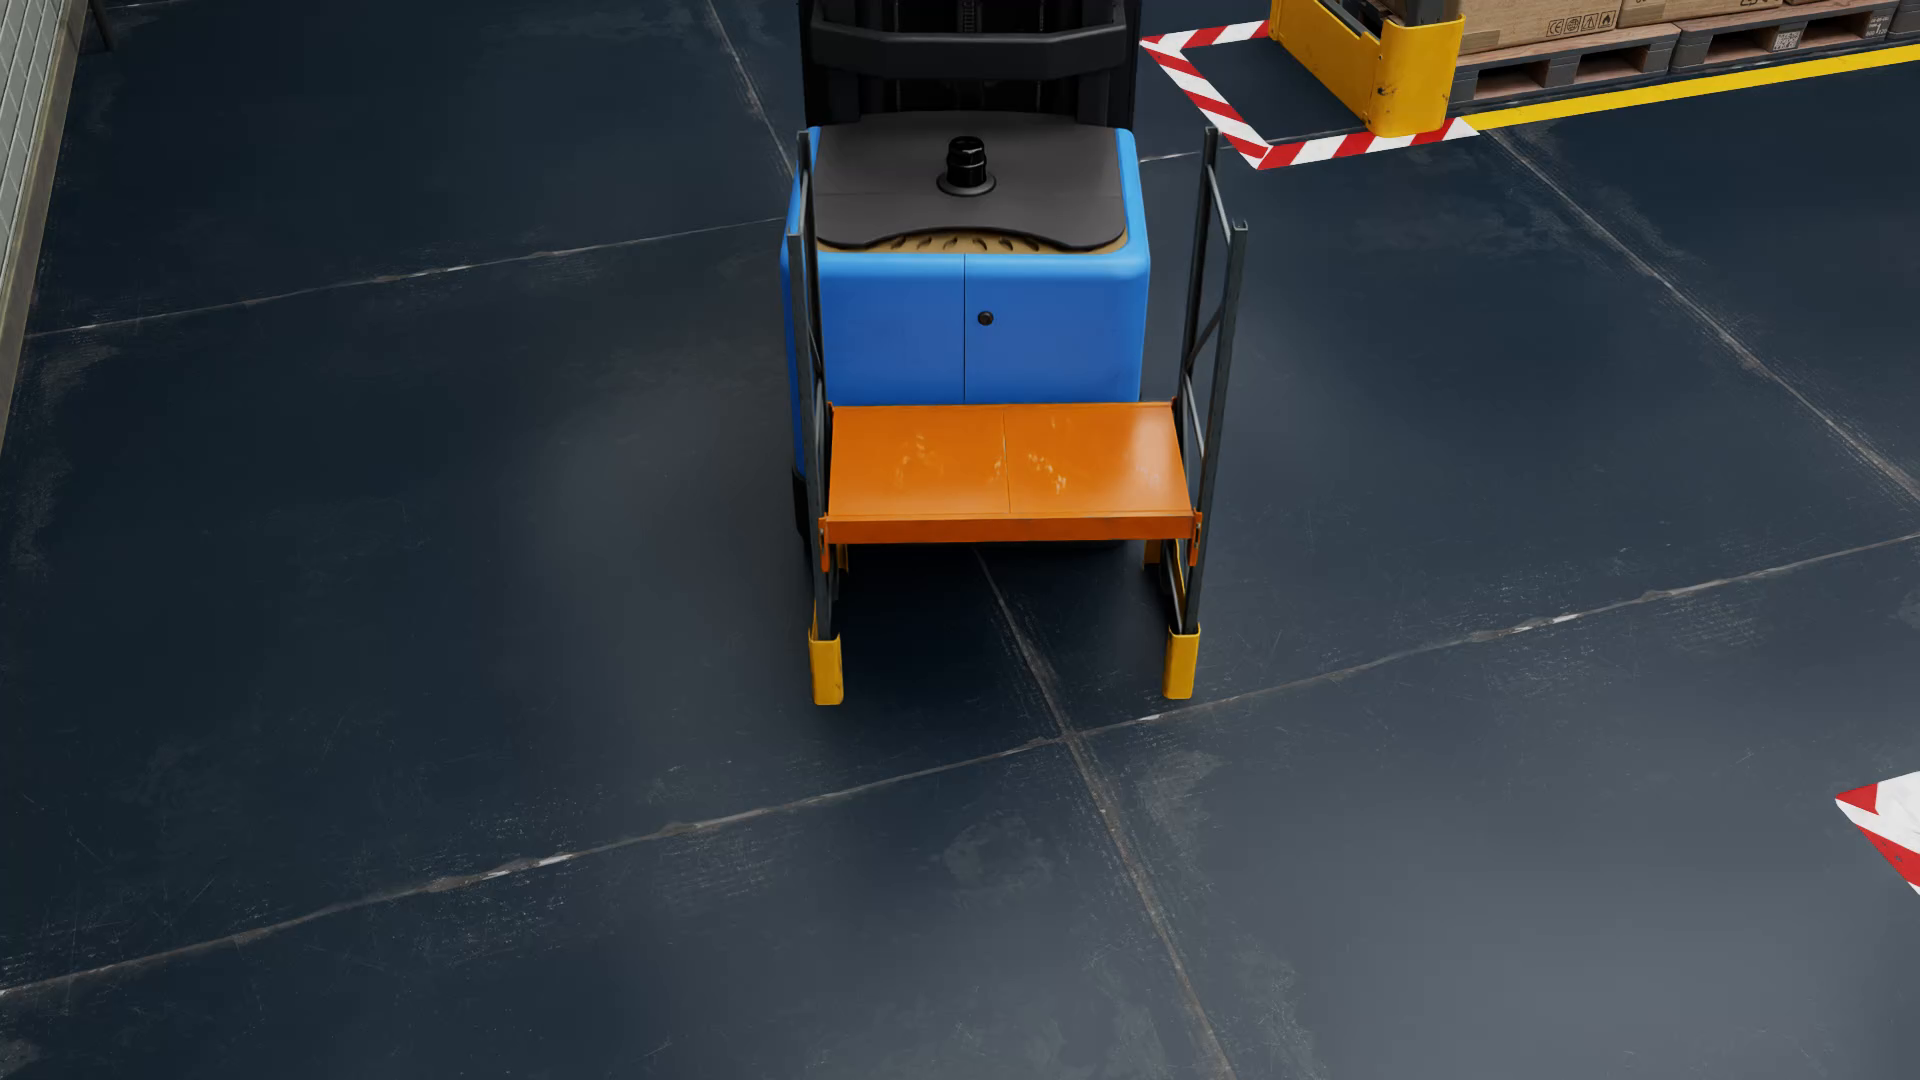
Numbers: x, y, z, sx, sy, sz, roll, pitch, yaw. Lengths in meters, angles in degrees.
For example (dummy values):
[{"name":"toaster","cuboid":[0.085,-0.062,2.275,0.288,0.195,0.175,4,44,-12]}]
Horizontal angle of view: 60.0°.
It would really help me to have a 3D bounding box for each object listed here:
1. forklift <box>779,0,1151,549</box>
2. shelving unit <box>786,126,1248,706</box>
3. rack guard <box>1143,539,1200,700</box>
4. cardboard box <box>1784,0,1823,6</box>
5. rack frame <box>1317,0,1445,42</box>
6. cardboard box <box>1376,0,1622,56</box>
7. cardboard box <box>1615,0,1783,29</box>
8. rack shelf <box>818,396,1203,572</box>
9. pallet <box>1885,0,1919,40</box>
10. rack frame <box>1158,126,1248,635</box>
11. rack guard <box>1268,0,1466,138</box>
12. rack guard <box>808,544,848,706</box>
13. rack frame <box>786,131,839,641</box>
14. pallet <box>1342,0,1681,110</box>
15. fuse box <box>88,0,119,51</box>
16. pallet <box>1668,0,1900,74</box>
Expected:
[{"name":"forklift","cuboid":[0.035,-2.023,5.338,1.130,2.935,3.031,1,41,1]},{"name":"shelving unit","cuboid":[0.117,-0.296,4.448,1.083,1.500,0.587,-1,41,-1]},{"name":"rack guard","cuboid":[0.614,0.167,4.868,0.087,0.250,0.587,-1,41,-1]},{"name":"cardboard box","cuboid":[4.167,-3.028,8.064,0.875,0.438,0.875,-13,43,-14]},{"name":"rack frame","cuboid":[1.837,-3.278,6.723,0.127,3.000,1.000,-12,42,-13]},{"name":"cardboard box","cuboid":[2.436,-2.665,7.649,0.875,0.438,0.875,-13,43,-15]},{"name":"cardboard box","cuboid":[3.306,-2.851,7.862,0.875,0.438,0.875,-11,42,-12]},{"name":"rack shelf","cuboid":[0.126,-0.160,4.567,1.000,0.185,0.538,-1,41,-1]},{"name":"pallet","cuboid":[4.903,-2.918,8.429,1.213,0.211,1.003,-12,42,-13]},{"name":"rack frame","cuboid":[0.634,-0.304,4.458,0.032,1.500,0.500,-1,41,-1]},{"name":"rack guard","cuboid":[1.814,-2.332,7.540,0.348,0.500,1.175,-12,42,-13]},{"name":"rack guard","cuboid":[-0.381,0.183,4.851,0.087,0.250,0.587,-1,41,-1]},{"name":"rack frame","cuboid":[-0.383,-0.288,4.440,0.032,1.500,0.500,-1,41,-1]},{"name":"pallet","cuboid":[2.576,-2.435,7.877,1.213,0.211,1.003,-12,42,-13]},{"name":"fuse box","cuboid":[-4.027,-3.011,7.396,0.414,1.711,0.539,-12,42,-13]},{"name":"pallet","cuboid":[3.737,-2.674,8.150,1.213,0.211,1.003,-12,42,-13]}]
